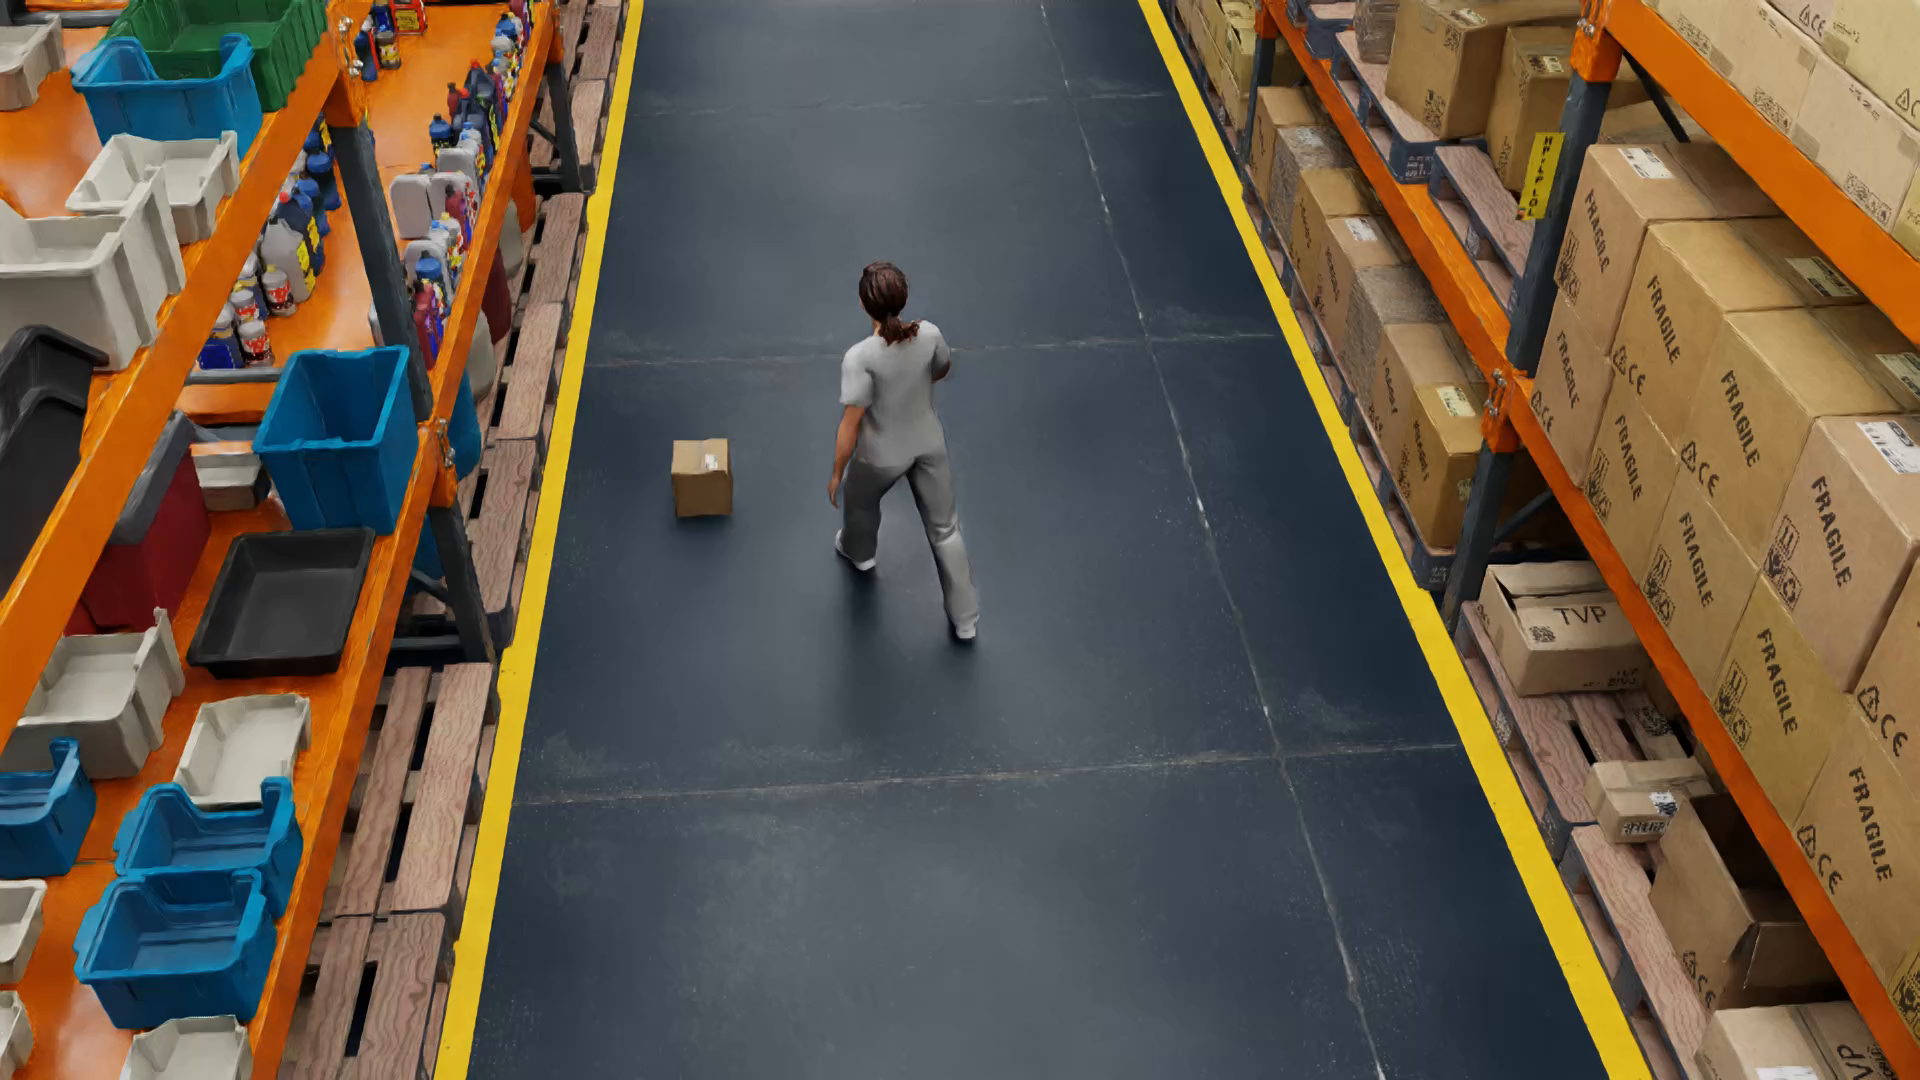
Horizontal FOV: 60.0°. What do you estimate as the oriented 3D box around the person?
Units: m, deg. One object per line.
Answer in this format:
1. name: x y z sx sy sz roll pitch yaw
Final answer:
1. person: -0.310 -0.399 6.651 0.629 1.639 0.915 -20 43 -23
